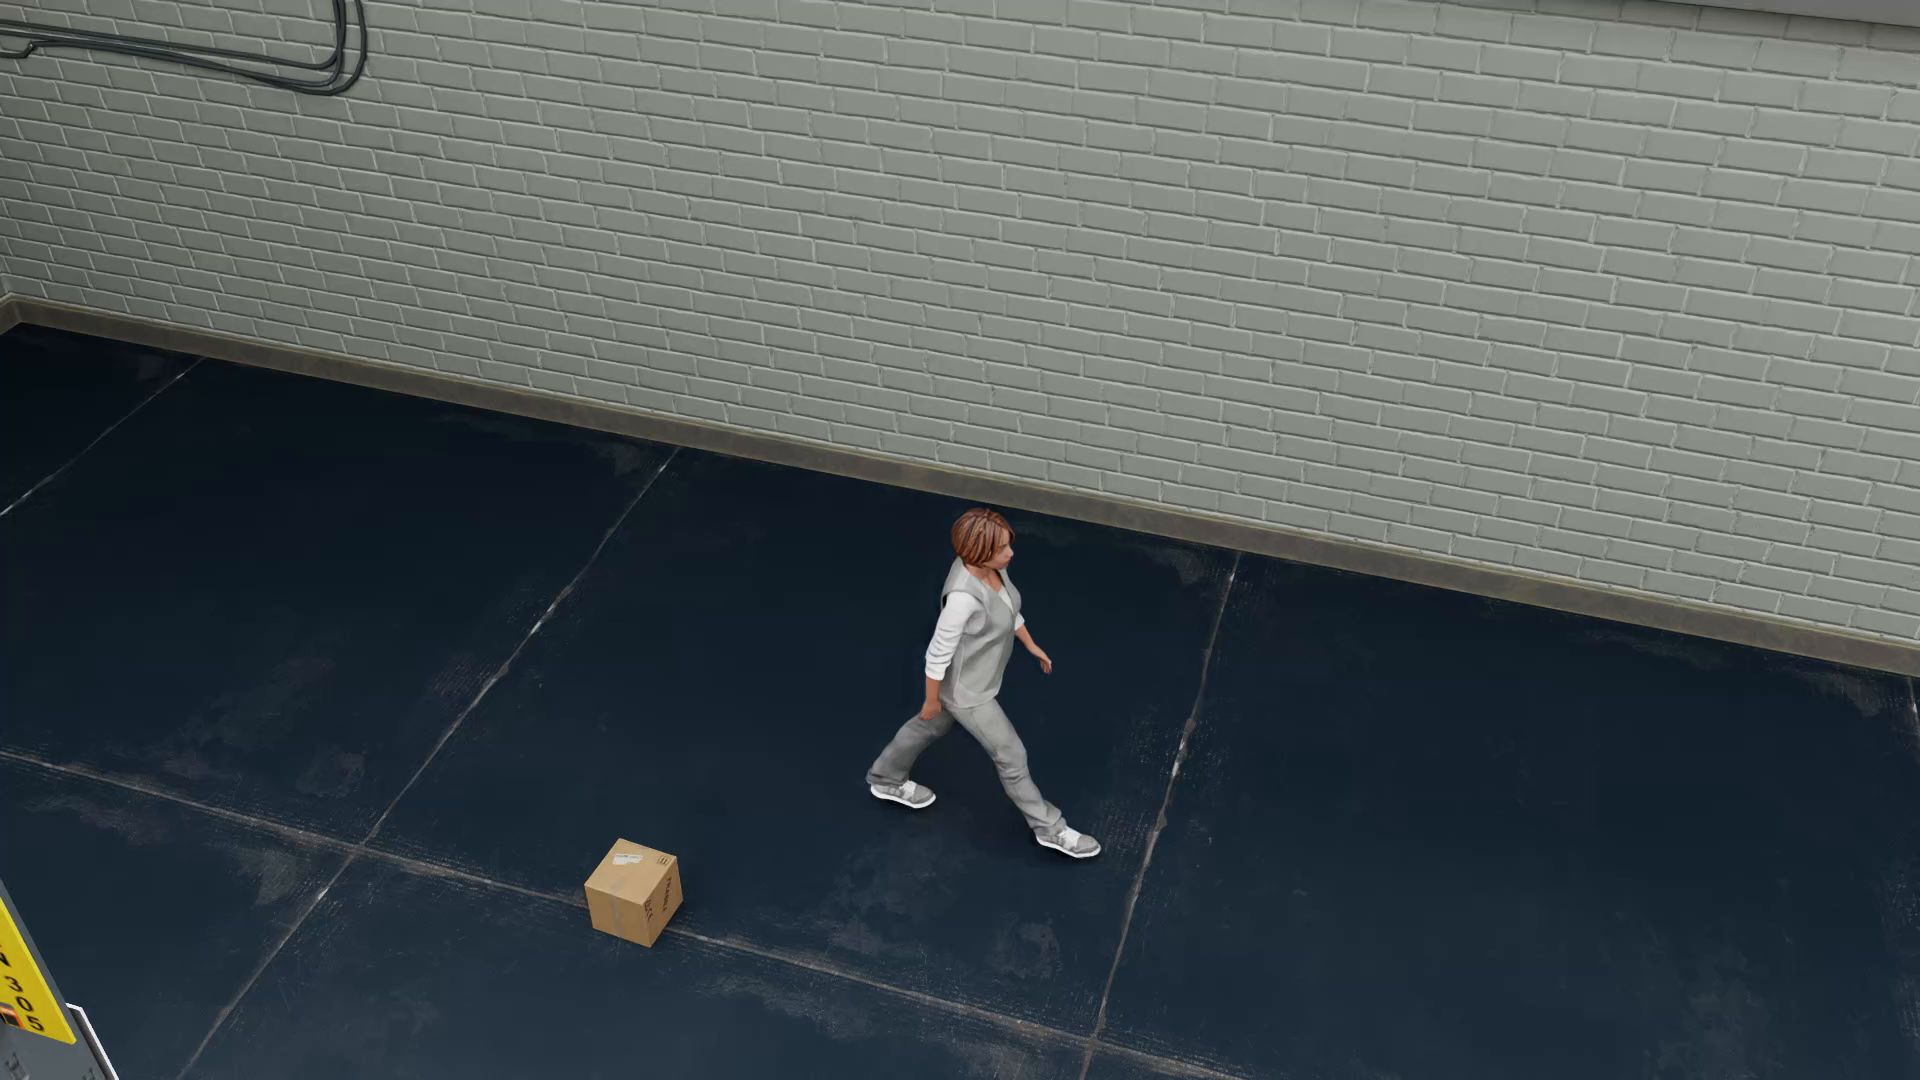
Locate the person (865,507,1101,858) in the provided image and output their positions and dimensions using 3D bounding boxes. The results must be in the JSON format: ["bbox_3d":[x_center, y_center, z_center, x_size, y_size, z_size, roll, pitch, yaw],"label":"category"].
[{"bbox_3d":[0.096,0.501,6.230,0.978,1.531,0.444,7,38,9],"label":"person"}]
